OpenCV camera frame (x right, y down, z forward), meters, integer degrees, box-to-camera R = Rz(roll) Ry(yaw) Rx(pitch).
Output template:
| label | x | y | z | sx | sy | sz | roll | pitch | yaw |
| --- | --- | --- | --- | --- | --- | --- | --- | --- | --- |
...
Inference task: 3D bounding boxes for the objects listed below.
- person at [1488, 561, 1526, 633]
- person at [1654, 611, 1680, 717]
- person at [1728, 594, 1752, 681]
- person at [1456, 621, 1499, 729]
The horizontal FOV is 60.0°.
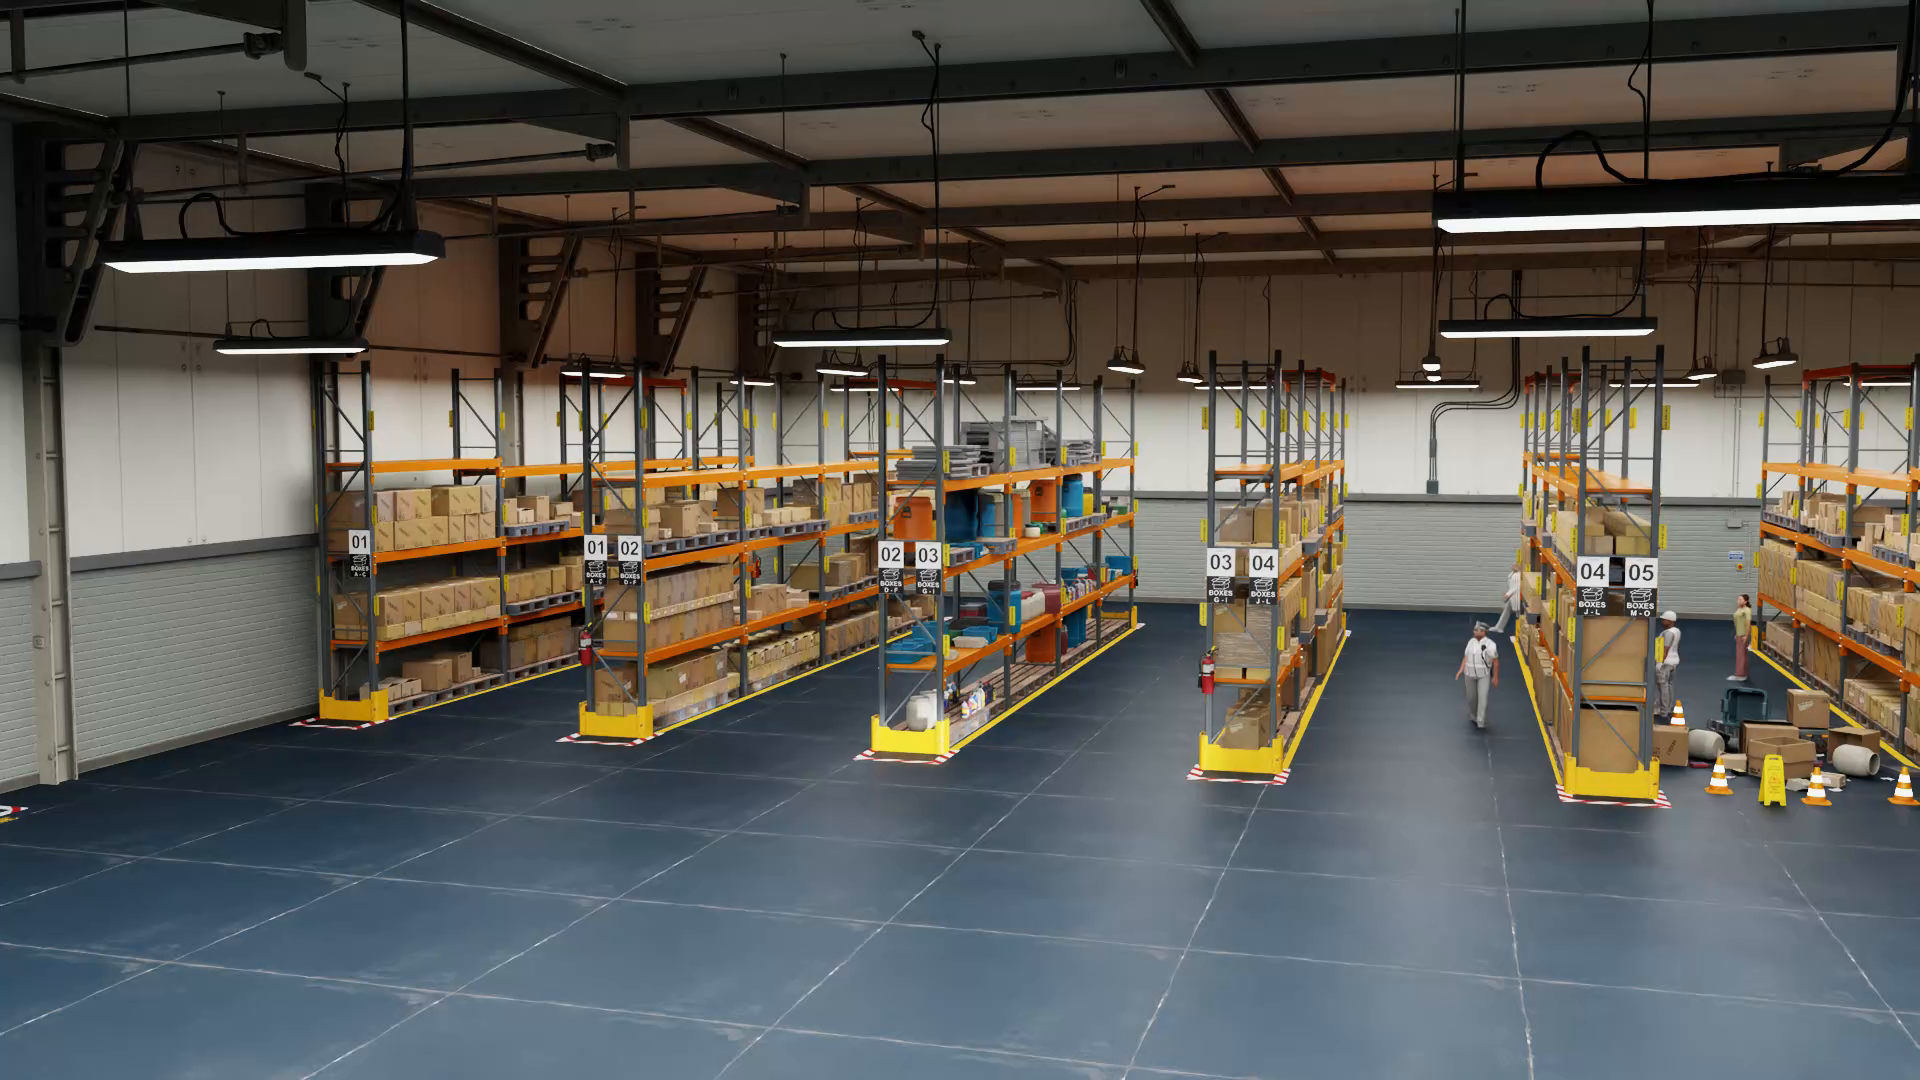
| label | x | y | z | sx | sy | sz | roll | pitch | yaw |
| --- | --- | --- | --- | --- | --- | --- | --- | --- | --- |
| person | 12.958 | 1.336 | 38.962 | 1.129 | 1.705 | 0.734 | 1 | 4 | 19 |
| person | 11.959 | 2.096 | 28.276 | 0.622 | 1.791 | 0.533 | -3 | 5 | -40 |
| person | 15.112 | 1.875 | 32.210 | 0.391 | 1.673 | 0.512 | 2 | 4 | 24 |
| person | 8.463 | 2.191 | 27.191 | 0.663 | 1.732 | 1.021 | 2 | 4 | 21 |
